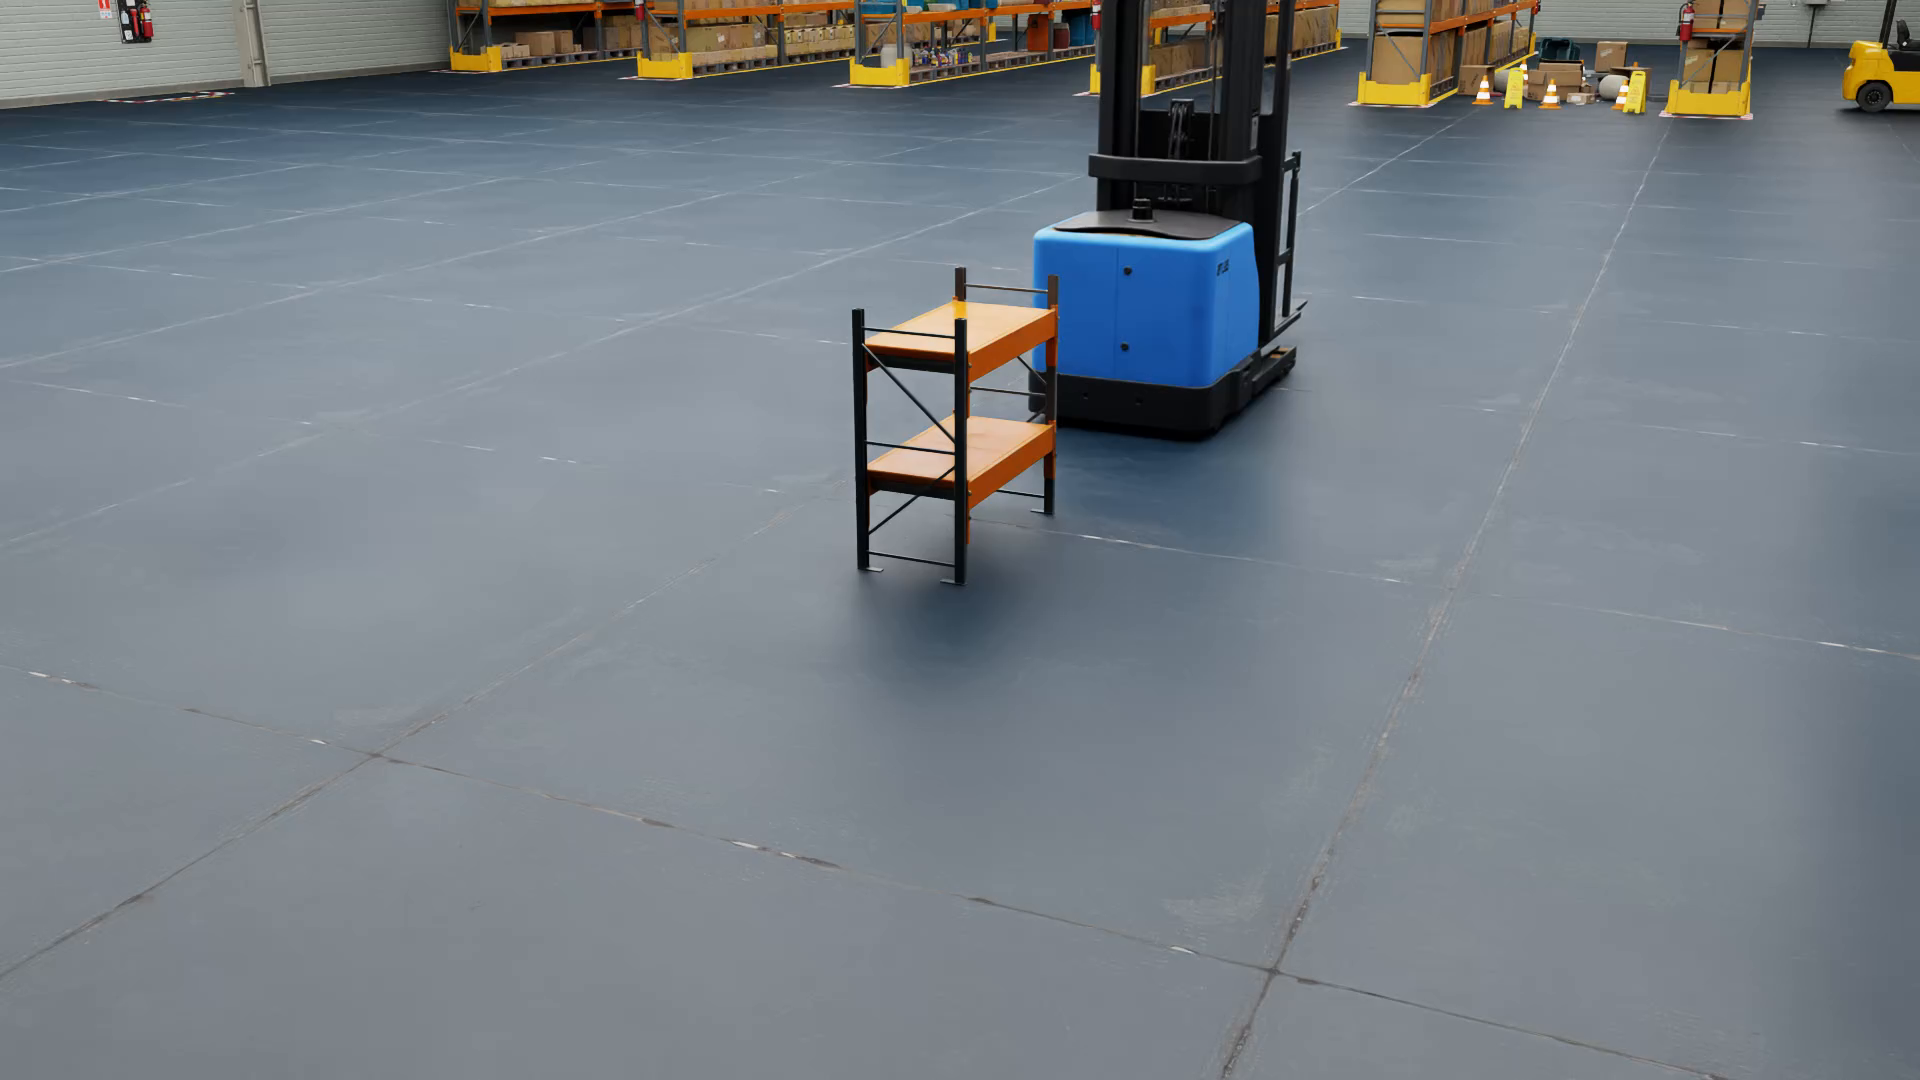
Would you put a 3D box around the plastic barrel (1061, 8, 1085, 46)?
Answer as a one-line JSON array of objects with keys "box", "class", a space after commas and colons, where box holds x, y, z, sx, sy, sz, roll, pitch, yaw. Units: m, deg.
[{"box": [2.823, -12.807, 41.508, 0.600, 0.901, 0.708, 9, 21, 23], "class": "plastic barrel"}]

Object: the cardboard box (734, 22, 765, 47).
[{"box": [-4.648, -11.146, 36.691, 0.500, 0.500, 0.500, 9, 21, 23], "class": "cardboard box"}]

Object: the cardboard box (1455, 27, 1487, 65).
[{"box": [10.384, -10.328, 34.764, 1.050, 0.750, 0.750, 8, 21, 22], "class": "cardboard box"}]

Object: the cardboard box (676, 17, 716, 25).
[{"box": [-6.904, -13.506, 43.552, 0.750, 0.750, 0.750, 8, 21, 22], "class": "cardboard box"}]

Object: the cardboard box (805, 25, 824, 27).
[{"box": [-3.494, -12.321, 40.277, 0.500, 0.311, 0.500, 8, 21, 21], "class": "cardboard box"}]

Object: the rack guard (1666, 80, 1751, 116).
[{"box": [12.028, -7.116, 26.731, 1.175, 0.500, 0.348, 9, 21, 23], "class": "rack guard"}]

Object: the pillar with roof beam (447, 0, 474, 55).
[{"box": [-7.176, -14.238, 34.073, 9.100, 9.000, 0.400, 9, 21, 23], "class": "pillar with roof beam"}]

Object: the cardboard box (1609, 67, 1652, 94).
[{"box": [11.955, -8.176, 29.708, 0.500, 0.500, 0.500, -9, 22, -24], "class": "cardboard box"}]

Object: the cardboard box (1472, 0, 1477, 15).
[{"box": [9.745, -10.467, 32.274, 0.500, 0.500, 0.500, 9, 21, 23], "class": "cardboard box"}]

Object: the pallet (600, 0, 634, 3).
[{"box": [-8.517, -13.015, 39.875, 1.003, 0.211, 1.213, 9, 21, 23], "class": "pallet"}]

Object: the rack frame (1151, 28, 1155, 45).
[{"box": [4.989, -15.201, 45.735, 1.000, 3.000, 0.127, 9, 21, 23], "class": "rack frame"}]

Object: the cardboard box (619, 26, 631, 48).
[{"box": [-8.511, -12.313, 40.690, 0.700, 0.500, 0.500, 8, 21, 22], "class": "cardboard box"}]

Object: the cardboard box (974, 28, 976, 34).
[{"box": [0.226, -14.442, 47.174, 0.380, 0.166, 0.250, 9, 21, 23], "class": "cardboard box"}]

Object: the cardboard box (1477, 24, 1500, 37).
[{"box": [11.427, -11.070, 36.105, 0.500, 0.250, 0.500, 8, 21, 22], "class": "cardboard box"}]

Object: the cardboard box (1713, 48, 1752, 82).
[{"box": [12.589, -7.742, 27.119, 0.500, 0.500, 0.500, 8, 21, 21], "class": "cardboard box"}]

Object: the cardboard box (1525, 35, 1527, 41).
[{"box": [13.825, -12.445, 41.170, 0.380, 0.149, 0.250, 8, 21, 20], "class": "cardboard box"}]

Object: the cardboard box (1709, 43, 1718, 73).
[{"box": [12.725, -8.282, 28.637, 0.500, 0.500, 0.500, 10, 22, 26], "class": "cardboard box"}]

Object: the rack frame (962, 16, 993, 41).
[{"box": [0.472, -15.882, 47.649, 1.000, 3.000, 0.127, 9, 21, 23], "class": "rack frame"}]

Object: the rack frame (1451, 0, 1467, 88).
[{"box": [9.078, -10.141, 31.508, 1.000, 3.000, 0.127, 9, 21, 23], "class": "rack frame"}]

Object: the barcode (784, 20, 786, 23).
[{"box": [-3.958, -11.716, 37.577, 0.001, 0.075, 0.075, 9, 21, 23], "class": "barcode"}]

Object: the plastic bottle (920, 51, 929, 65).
[{"box": [-0.740, -10.066, 34.706, 0.152, 0.276, 0.135, 9, 21, 23], "class": "plastic bottle"}]

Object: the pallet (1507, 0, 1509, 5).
[{"box": [11.908, -12.283, 37.816, 1.003, 0.211, 1.213, 9, 21, 23], "class": "pallet"}]

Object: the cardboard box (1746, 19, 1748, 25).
[{"box": [12.598, -8.376, 26.921, 0.380, 0.149, 0.250, 8, 21, 21], "class": "cardboard box"}]

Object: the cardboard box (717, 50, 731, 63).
[{"box": [-5.251, -10.332, 35.522, 0.500, 0.250, 0.500, 9, 21, 23], "class": "cardboard box"}]

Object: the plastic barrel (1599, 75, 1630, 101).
[{"box": [11.462, -7.896, 29.038, 0.421, 0.421, 0.512, -9, 22, -24], "class": "plastic barrel"}]

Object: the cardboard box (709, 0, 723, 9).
[{"box": [-5.458, -11.491, 35.153, 0.700, 0.500, 0.500, 9, 21, 23], "class": "cardboard box"}]

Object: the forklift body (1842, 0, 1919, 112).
[{"box": [15.639, -8.020, 26.811, 2.313, 2.155, 1.214, 9, 21, 23], "class": "forklift body"}]

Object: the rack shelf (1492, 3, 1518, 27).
[{"box": [11.535, -11.637, 36.786, 1.077, 0.370, 4.000, 9, 21, 23], "class": "rack shelf"}]

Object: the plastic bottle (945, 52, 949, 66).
[{"box": [-0.271, -9.940, 34.358, 0.097, 0.271, 0.097, 0, 20, 0], "class": "plastic bottle"}]

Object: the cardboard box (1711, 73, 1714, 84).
[{"box": [12.939, -8.087, 29.210, 0.500, 0.250, 0.500, 10, 22, 26], "class": "cardboard box"}]

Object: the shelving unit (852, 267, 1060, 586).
[{"box": [0.003, -0.532, 7.286, 0.538, 1.125, 1.048, 9, 21, 23], "class": "shelving unit"}]

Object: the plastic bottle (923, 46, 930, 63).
[{"box": [-0.711, -10.244, 35.094, 0.144, 0.351, 0.185, 8, 21, 20], "class": "plastic bottle"}]

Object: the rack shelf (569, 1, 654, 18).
[{"box": [-8.144, -13.164, 41.082, 1.077, 0.370, 4.000, 9, 21, 23], "class": "rack shelf"}]

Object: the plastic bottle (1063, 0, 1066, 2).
[{"box": [2.472, -12.964, 39.620, 0.061, 0.283, 0.133, 9, 21, 23], "class": "plastic bottle"}]

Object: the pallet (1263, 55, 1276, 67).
[{"box": [6.624, -10.992, 38.063, 1.003, 0.211, 1.213, 9, 21, 23], "class": "pallet"}]

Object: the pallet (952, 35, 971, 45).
[{"box": [-0.386, -13.929, 46.320, 1.003, 0.211, 1.213, 9, 21, 23], "class": "pallet"}]

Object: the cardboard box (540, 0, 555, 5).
[{"box": [-9.489, -12.183, 37.444, 0.500, 0.250, 0.500, 9, 21, 23], "class": "cardboard box"}]

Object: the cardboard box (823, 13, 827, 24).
[{"box": [-4.244, -15.353, 49.265, 0.700, 0.500, 0.500, 9, 21, 23], "class": "cardboard box"}]

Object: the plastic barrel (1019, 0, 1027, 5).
[{"box": [1.315, -12.335, 37.511, 0.421, 0.512, 0.421, 0, 20, 0], "class": "plastic barrel"}]

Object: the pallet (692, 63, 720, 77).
[{"box": [-5.805, -9.916, 35.037, 1.003, 0.211, 1.213, 9, 21, 23], "class": "pallet"}]

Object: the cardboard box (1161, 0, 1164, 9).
[{"box": [3.302, -10.151, 30.942, 0.875, 0.500, 0.500, 9, 21, 23], "class": "cardboard box"}]

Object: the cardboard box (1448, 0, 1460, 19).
[{"box": [8.733, -9.926, 30.680, 0.875, 0.550, 0.550, 9, 21, 23], "class": "cardboard box"}]

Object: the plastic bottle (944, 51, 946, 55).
[{"box": [-0.304, -10.031, 34.596, 0.061, 0.283, 0.133, 9, 21, 23], "class": "plastic bottle"}]

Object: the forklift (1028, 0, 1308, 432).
[{"box": [1.455, -2.413, 9.879, 1.130, 2.935, 3.031, 9, 21, 23], "class": "forklift"}]

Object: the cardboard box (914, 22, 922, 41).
[{"box": [-1.317, -13.348, 43.599, 0.500, 0.500, 0.500, 9, 21, 23], "class": "cardboard box"}]

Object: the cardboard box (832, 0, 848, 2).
[{"box": [-2.920, -13.005, 39.935, 0.380, 0.149, 0.250, 9, 21, 23], "class": "cardboard box"}]

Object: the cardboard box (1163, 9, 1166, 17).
[{"box": [3.610, -9.793, 30.905, 0.380, 0.149, 0.250, 9, 21, 23], "class": "cardboard box"}]

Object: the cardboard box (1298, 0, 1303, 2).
[{"box": [7.928, -13.165, 39.861, 0.500, 0.500, 0.500, 9, 21, 23], "class": "cardboard box"}]

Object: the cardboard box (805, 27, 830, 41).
[{"box": [-3.417, -11.942, 39.212, 0.500, 0.311, 0.500, 9, 22, 24], "class": "cardboard box"}]

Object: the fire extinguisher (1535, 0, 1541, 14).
[{"box": [14.516, -13.611, 41.937, 0.296, 0.674, 0.183, 9, 21, 23], "class": "fire extinguisher"}]
